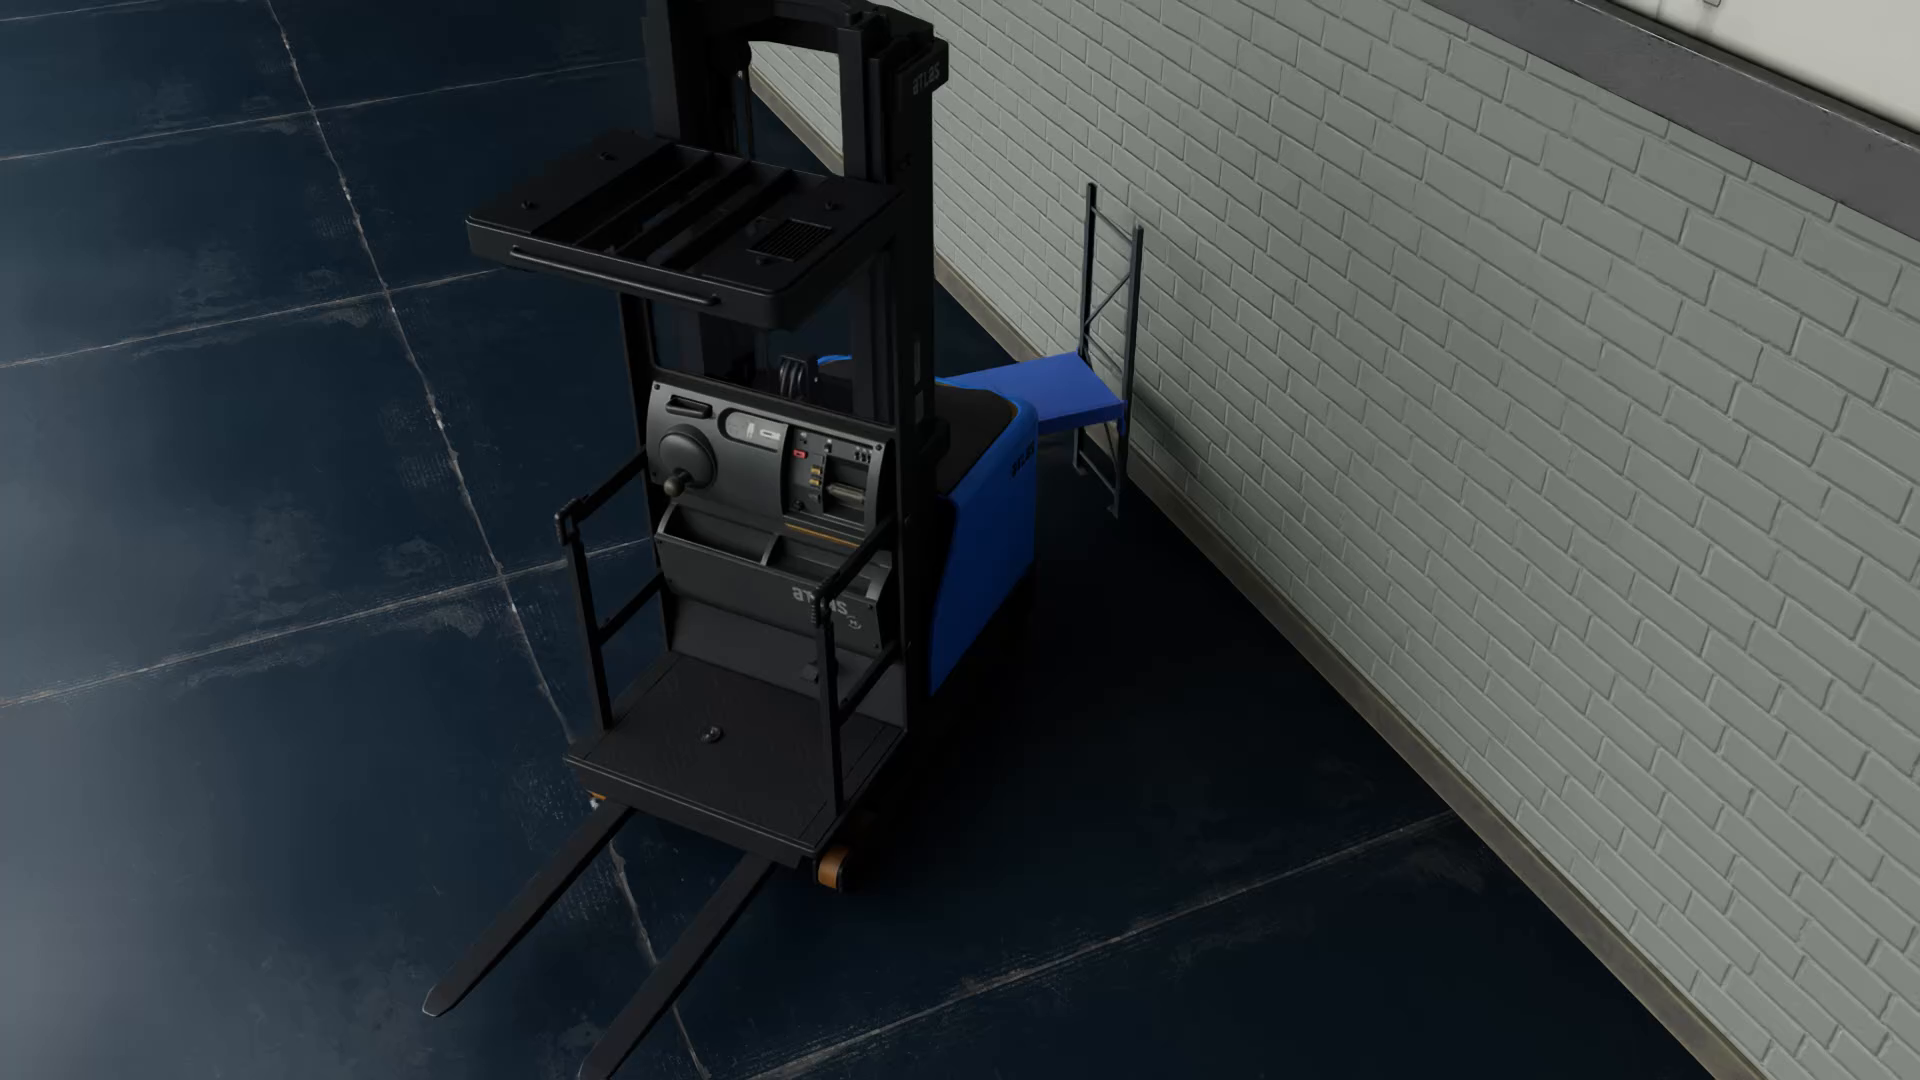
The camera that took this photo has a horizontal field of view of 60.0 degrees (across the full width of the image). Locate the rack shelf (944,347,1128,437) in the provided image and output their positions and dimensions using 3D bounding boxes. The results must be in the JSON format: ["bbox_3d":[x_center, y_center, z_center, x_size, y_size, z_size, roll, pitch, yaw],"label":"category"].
[{"bbox_3d":[0.196,-0.585,7.581,1.000,0.185,0.538,-13,39,-17],"label":"rack shelf"}]

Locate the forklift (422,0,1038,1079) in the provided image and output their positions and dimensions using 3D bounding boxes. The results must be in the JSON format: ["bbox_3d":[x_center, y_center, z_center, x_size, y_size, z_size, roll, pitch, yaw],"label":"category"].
[{"bbox_3d":[-0.767,-0.211,5.574,1.130,2.935,3.031,16,40,21],"label":"forklift"}]

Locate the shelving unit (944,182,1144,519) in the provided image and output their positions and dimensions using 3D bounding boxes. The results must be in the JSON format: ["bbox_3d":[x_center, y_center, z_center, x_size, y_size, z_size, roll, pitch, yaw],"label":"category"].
[{"bbox_3d":[0.196,-0.729,7.474,1.048,1.500,0.538,-13,39,-17],"label":"shelving unit"}]

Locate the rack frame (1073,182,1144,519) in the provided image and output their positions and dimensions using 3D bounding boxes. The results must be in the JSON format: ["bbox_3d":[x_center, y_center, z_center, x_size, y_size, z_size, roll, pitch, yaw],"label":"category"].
[{"bbox_3d":[0.668,-0.842,7.626,0.032,1.500,0.500,-13,39,-17],"label":"rack frame"}]
